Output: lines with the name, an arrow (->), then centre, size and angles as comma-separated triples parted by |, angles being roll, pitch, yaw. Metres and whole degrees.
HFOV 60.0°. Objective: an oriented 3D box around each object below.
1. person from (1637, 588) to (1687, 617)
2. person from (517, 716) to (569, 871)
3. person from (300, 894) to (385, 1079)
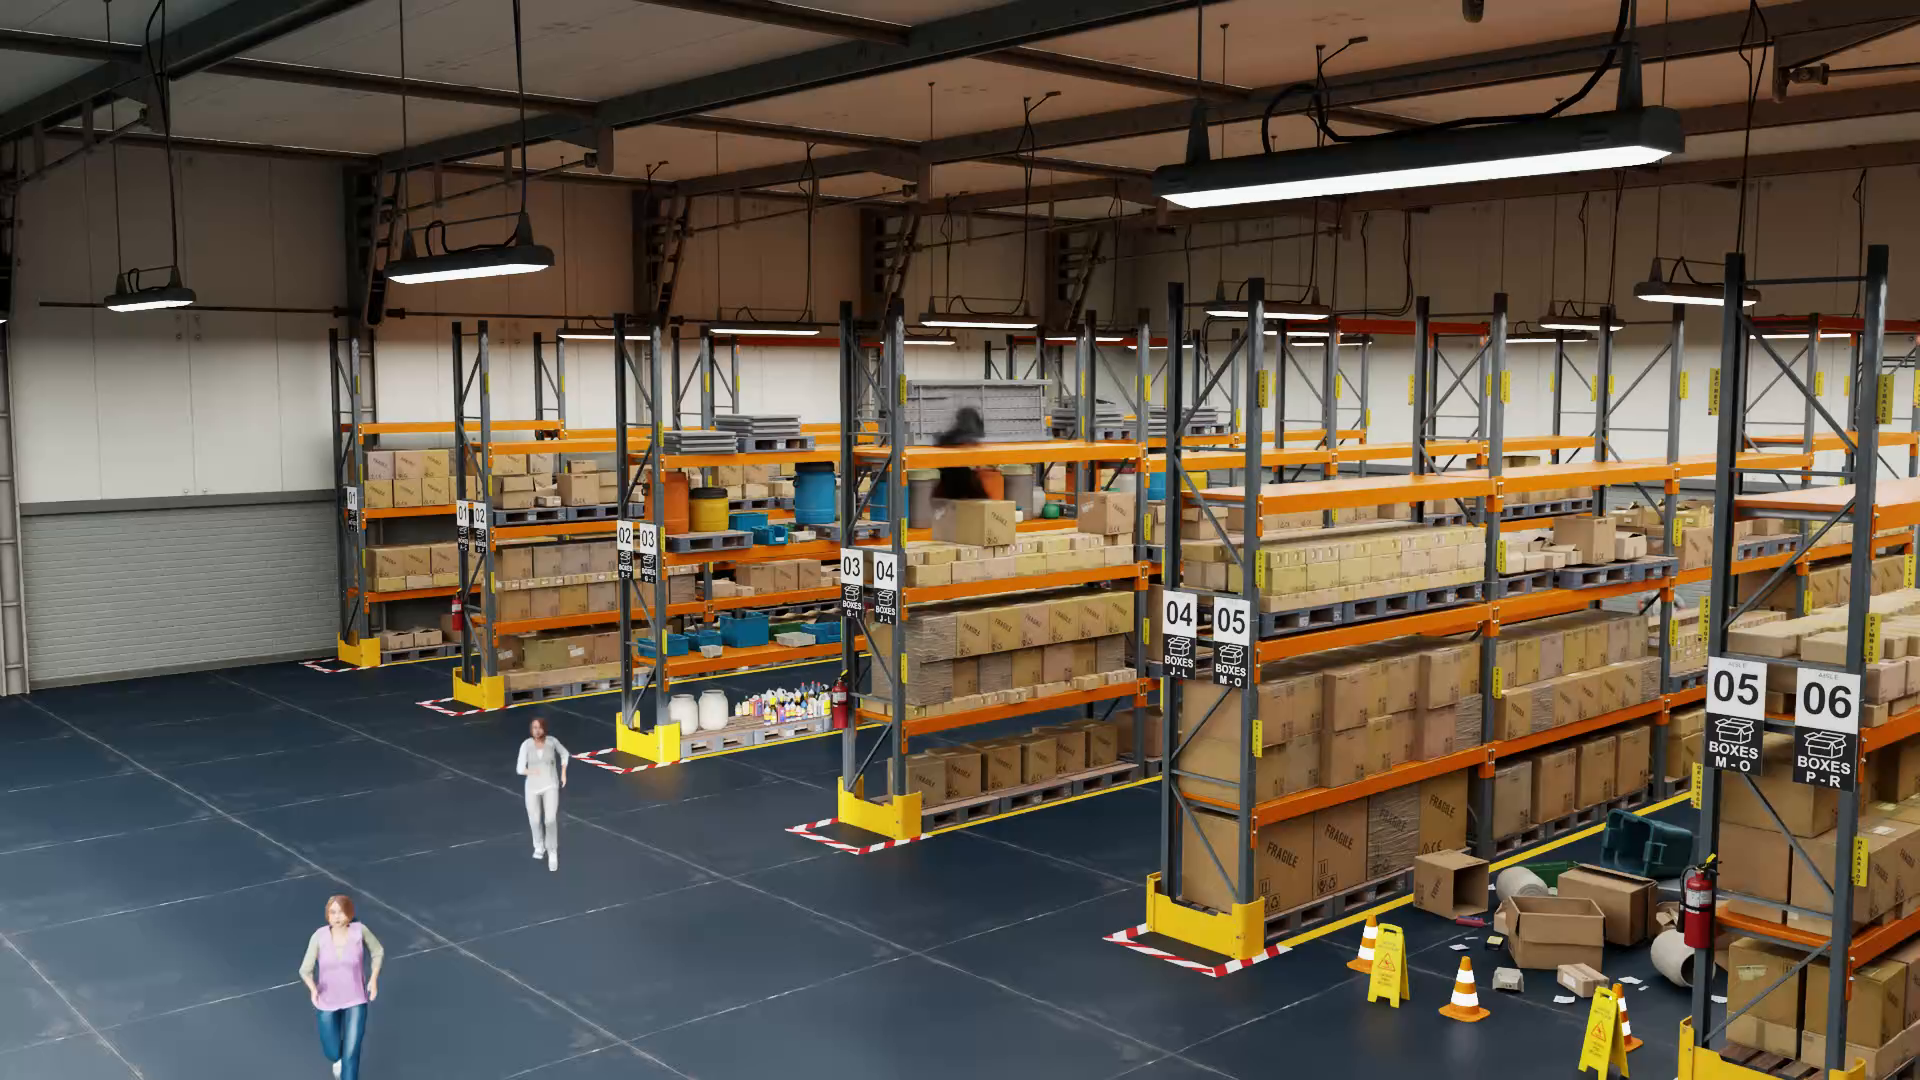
person -> 11.894, 1.501, 28.192 | 0.777, 1.787, 0.678 | 2, 6, 20
person -> -4.374, 2.645, 17.434 | 0.503, 1.610, 0.722 | -1, 6, -7
person -> -4.318, 3.245, 11.651 | 0.553, 1.598, 0.774 | -2, 6, -17
